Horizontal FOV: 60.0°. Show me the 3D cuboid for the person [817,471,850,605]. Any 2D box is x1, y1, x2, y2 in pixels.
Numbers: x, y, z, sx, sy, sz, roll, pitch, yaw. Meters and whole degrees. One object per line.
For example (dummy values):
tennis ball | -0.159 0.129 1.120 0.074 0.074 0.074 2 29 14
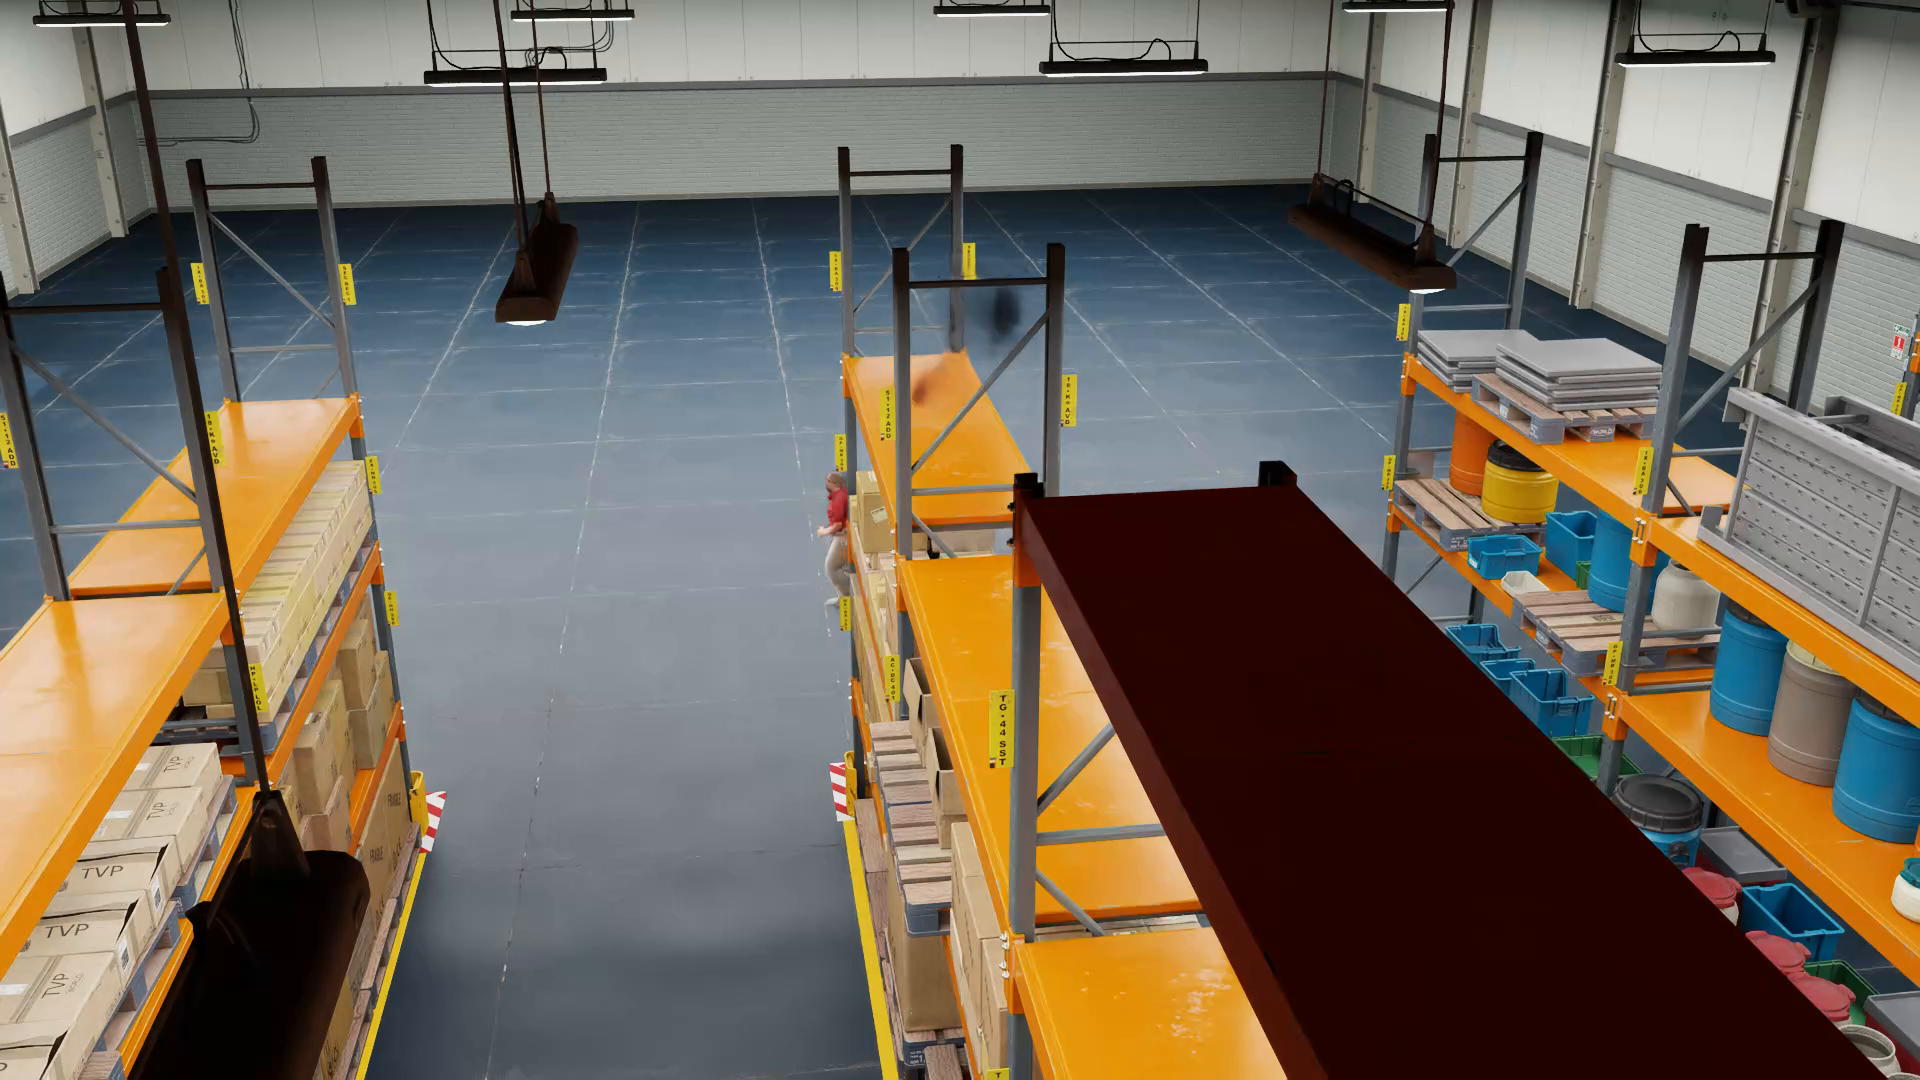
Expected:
person | -1.293 0.005 19.420 0.719 1.692 0.696 7 23 17
